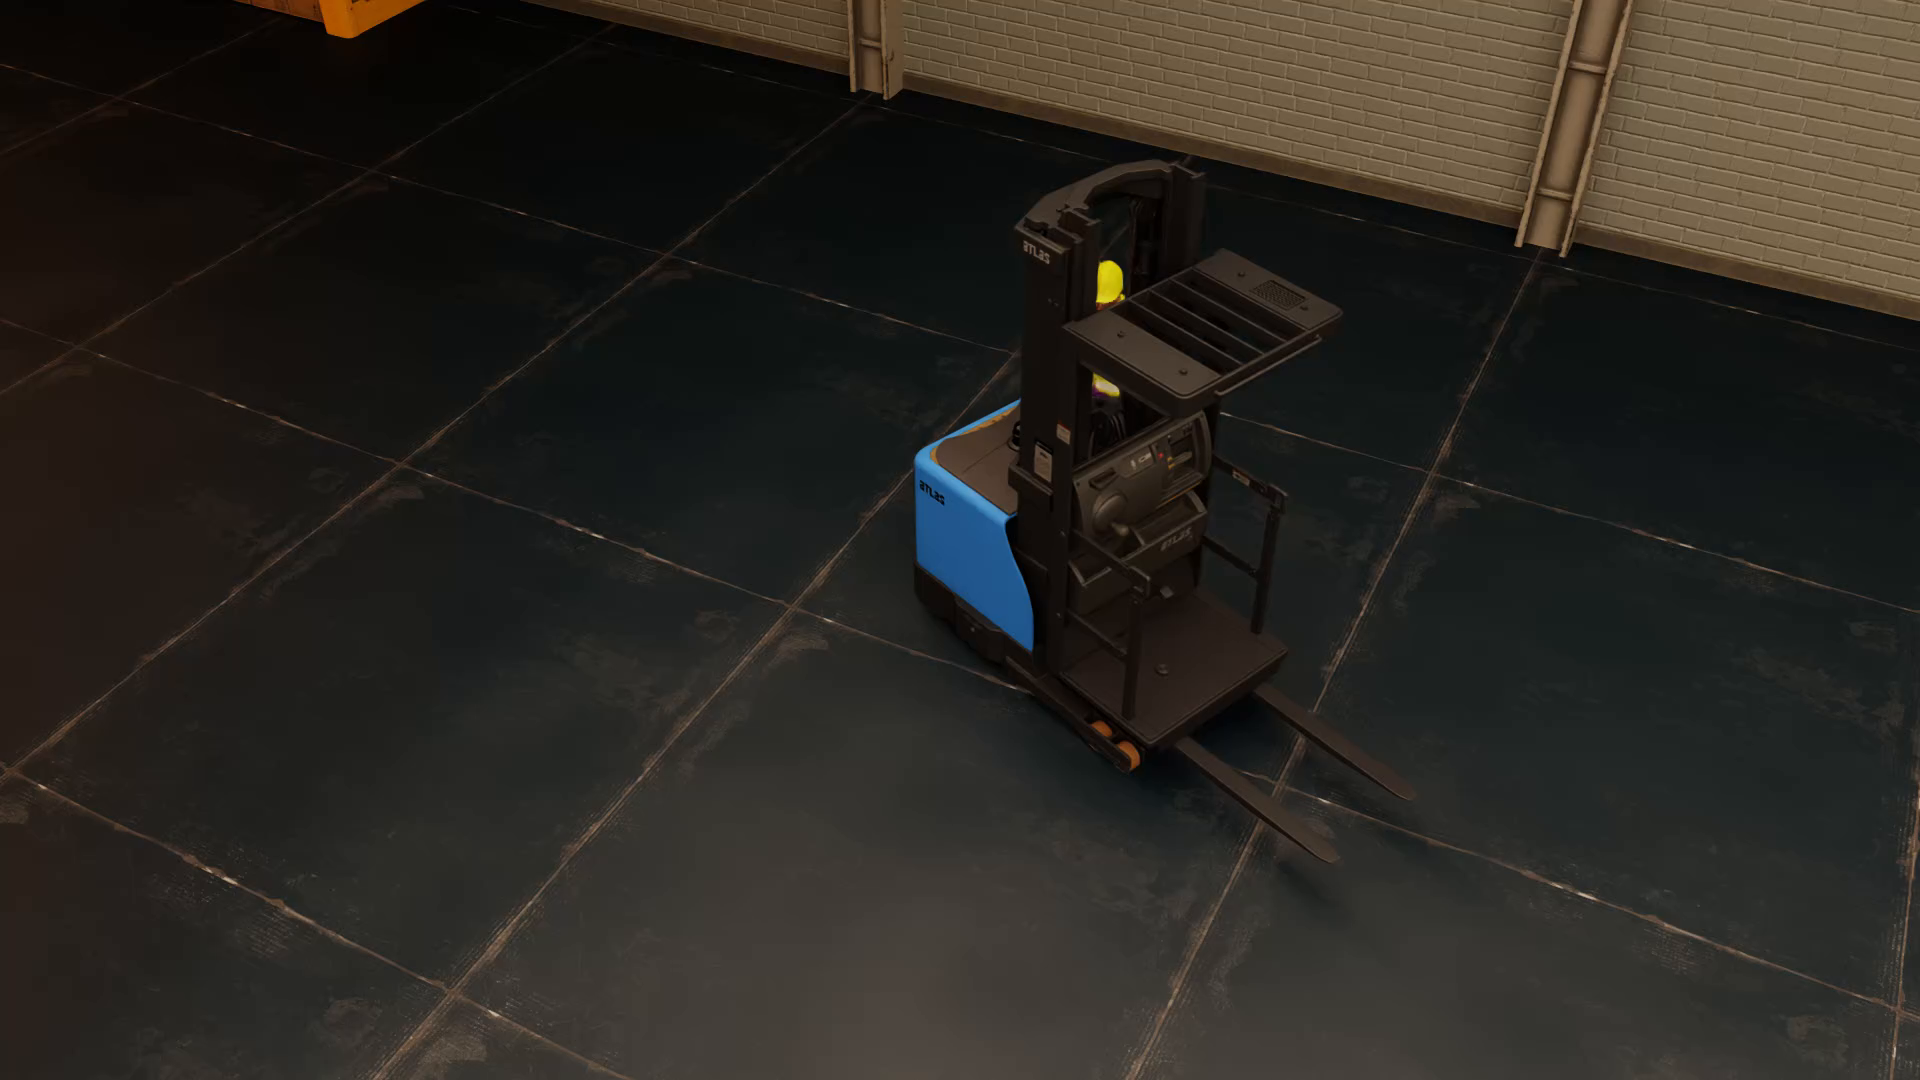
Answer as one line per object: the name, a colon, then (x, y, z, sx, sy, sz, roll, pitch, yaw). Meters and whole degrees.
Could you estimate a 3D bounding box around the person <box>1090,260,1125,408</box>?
person: (0.865, -0.923, 10.009, 0.829, 1.739, 0.423, 23, 45, 25)

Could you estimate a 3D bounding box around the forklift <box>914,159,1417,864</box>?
forklift: (1.070, -0.264, 8.300, 1.130, 2.935, 3.031, -29, 48, -30)
